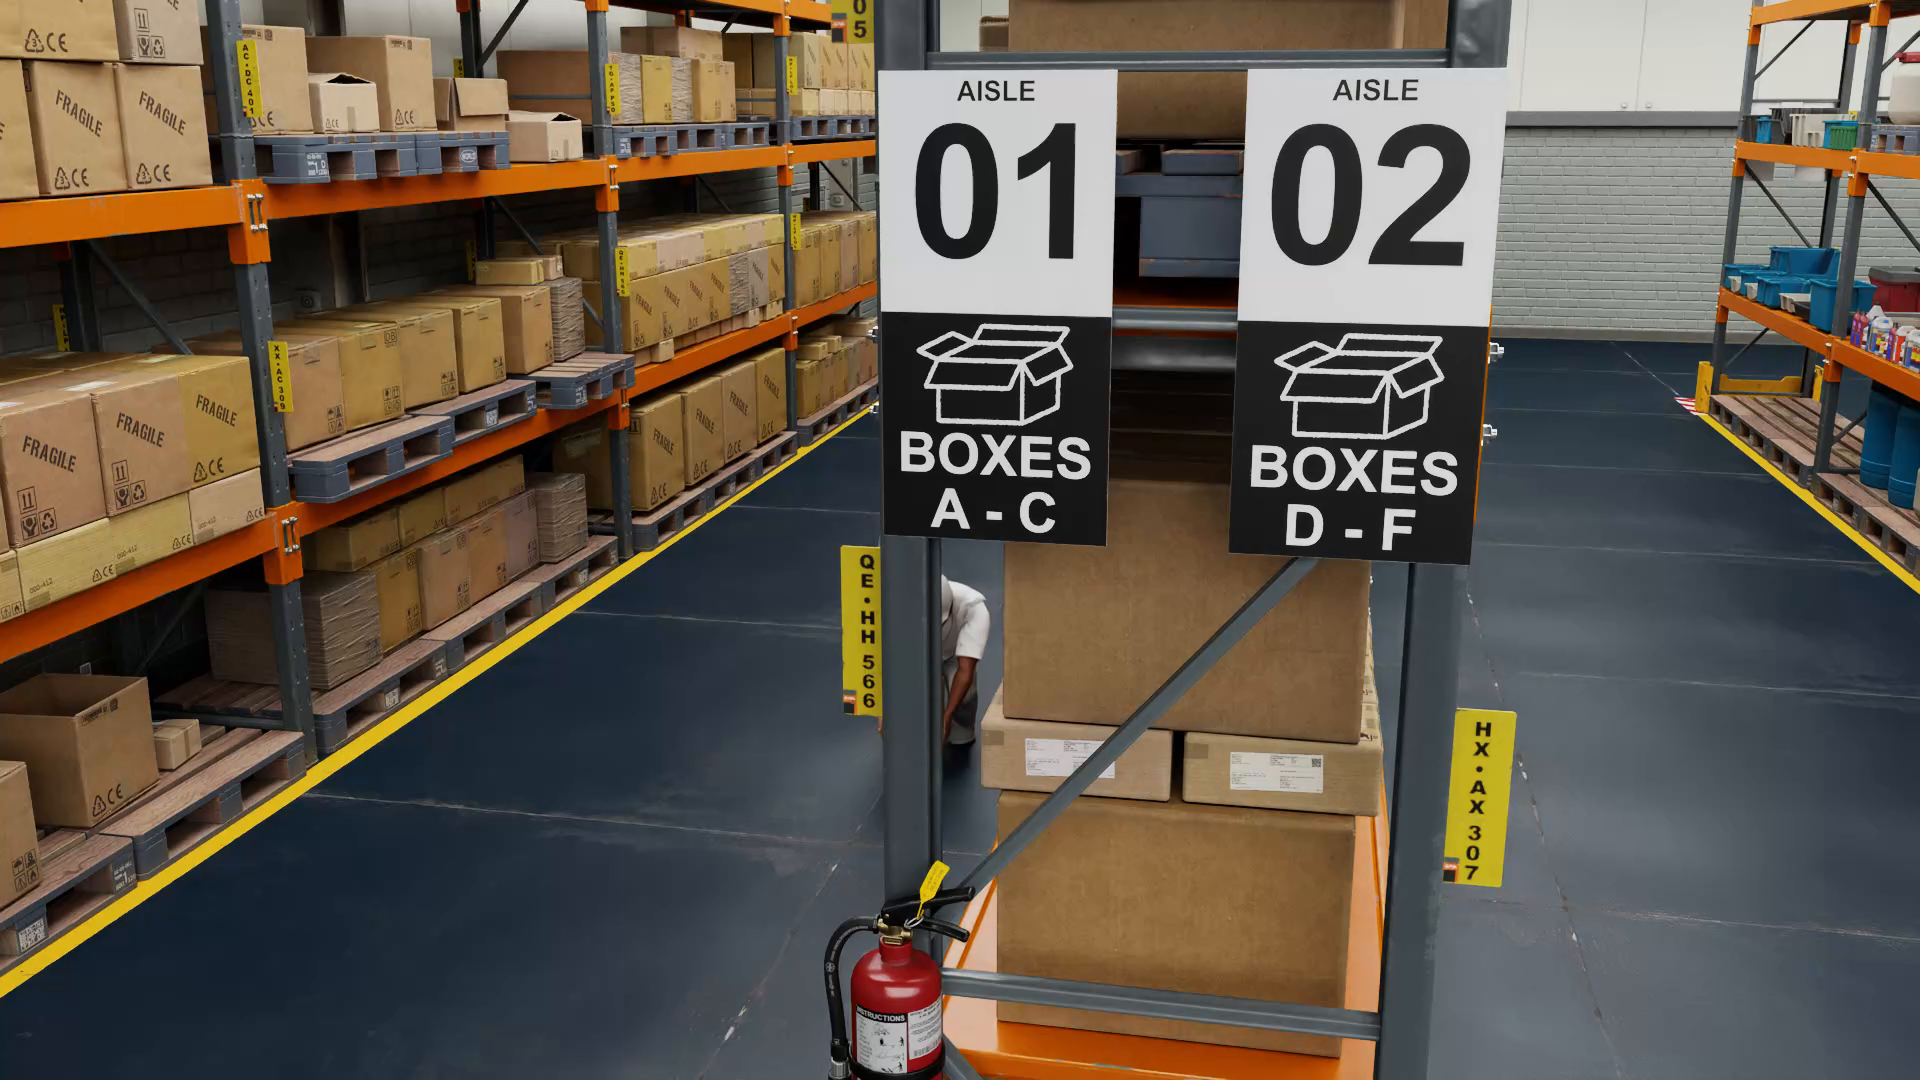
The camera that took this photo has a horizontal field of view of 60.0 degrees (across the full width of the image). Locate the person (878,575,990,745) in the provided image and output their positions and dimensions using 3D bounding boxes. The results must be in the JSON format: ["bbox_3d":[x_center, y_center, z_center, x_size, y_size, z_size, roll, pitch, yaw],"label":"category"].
[{"bbox_3d":[-0.134,0.566,8.331,0.589,0.998,0.882,3,15,11],"label":"person"}]
